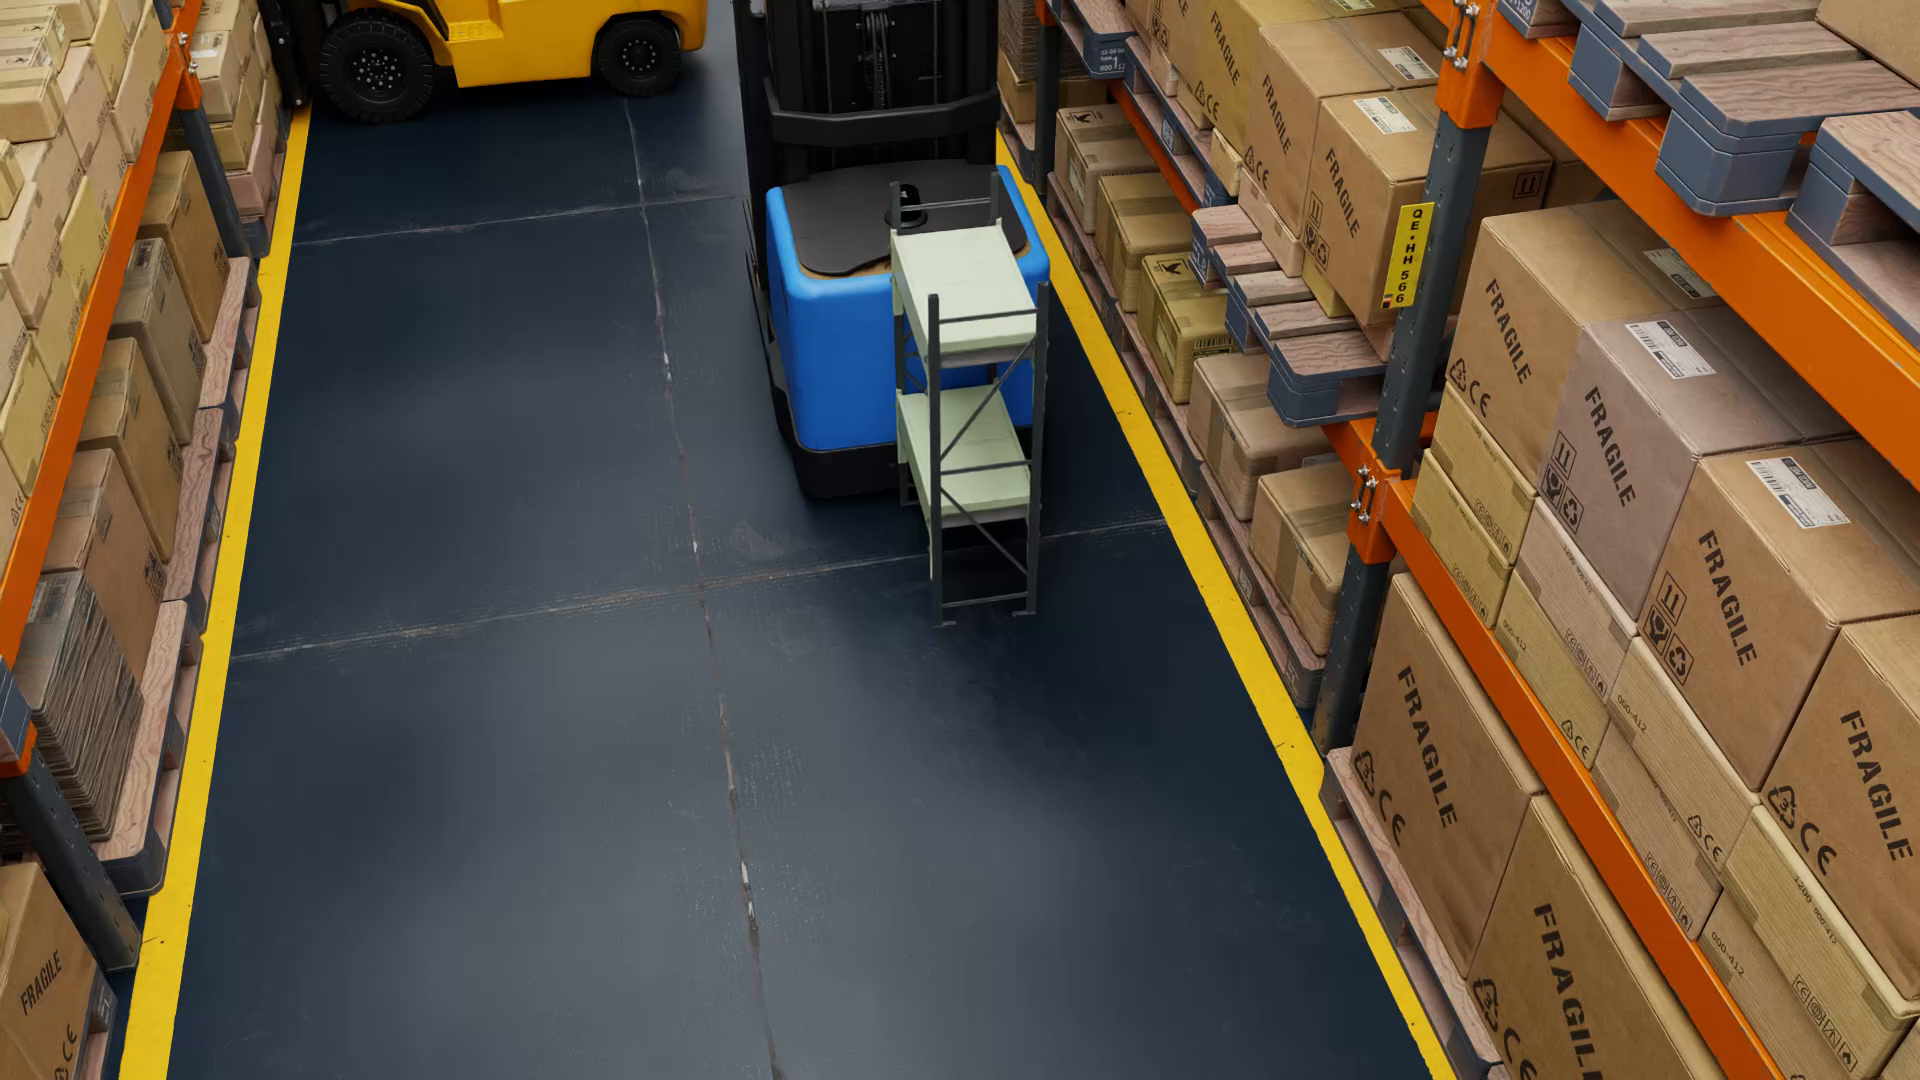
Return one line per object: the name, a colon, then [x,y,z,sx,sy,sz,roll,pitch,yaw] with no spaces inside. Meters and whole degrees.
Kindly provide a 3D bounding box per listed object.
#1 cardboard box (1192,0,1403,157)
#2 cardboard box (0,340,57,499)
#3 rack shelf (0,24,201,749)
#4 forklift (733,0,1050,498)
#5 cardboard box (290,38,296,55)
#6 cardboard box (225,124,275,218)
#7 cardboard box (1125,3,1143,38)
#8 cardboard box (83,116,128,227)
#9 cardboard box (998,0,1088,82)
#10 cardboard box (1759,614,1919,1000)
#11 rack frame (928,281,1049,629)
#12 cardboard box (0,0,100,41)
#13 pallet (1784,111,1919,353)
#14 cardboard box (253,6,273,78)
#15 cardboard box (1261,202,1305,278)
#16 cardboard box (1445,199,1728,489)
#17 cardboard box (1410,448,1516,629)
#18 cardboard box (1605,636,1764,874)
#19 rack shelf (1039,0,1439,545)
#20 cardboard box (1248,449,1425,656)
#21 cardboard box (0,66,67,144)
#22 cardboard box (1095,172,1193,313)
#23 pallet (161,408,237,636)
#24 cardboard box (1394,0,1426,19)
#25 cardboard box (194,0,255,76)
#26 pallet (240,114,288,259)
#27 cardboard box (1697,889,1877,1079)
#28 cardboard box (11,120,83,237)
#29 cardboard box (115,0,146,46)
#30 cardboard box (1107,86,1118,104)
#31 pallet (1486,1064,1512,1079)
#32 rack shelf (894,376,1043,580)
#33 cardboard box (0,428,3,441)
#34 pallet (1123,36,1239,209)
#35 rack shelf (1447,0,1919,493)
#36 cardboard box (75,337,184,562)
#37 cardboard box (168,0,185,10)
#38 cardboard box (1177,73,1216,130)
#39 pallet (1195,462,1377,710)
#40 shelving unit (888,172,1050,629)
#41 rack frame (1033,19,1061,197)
cardboard box: [1.153,-1.676,5.763,0.500,0.500,0.500,-11,43,-12]
cardboard box: [-3.052,-0.335,4.981,0.500,0.250,0.500,-9,42,-10]
rack shelf: [-3.522,-0.769,5.899,1.077,0.370,4.000,-8,42,-9]
forklift: [-0.432,-2.255,7.083,1.130,2.935,3.031,-8,42,-9]
cardboard box: [-4.076,-2.814,9.416,0.500,0.250,0.500,-7,42,-8]
cardboard box: [-3.735,-1.824,8.301,0.500,0.250,0.500,-8,42,-9]
cardboard box: [0.898,-2.199,6.841,0.380,0.149,0.250,-8,42,-9]
cardboard box: [-3.399,-1.338,6.111,0.500,0.250,0.500,-8,42,-9]
cardboard box: [0.502,-2.802,8.838,0.500,0.500,0.500,-9,42,-10]
cardboard box: [1.941,0.473,3.129,0.500,0.500,0.500,-8,42,-9]
rack frame: [0.093,-0.254,5.906,0.400,1.500,0.023,-8,42,-9]
cardboard box: [-3.403,-1.943,6.115,0.380,0.149,0.250,-10,42,-11]
pallet: [2.190,-0.372,2.793,1.003,0.211,1.213,-7,42,-7]
cardboard box: [-3.965,-2.662,8.867,0.500,0.250,0.500,-9,42,-10]
cardboard box: [1.228,-1.018,5.510,0.380,0.149,0.250,-9,42,-10]
cardboard box: [1.623,-0.512,4.239,0.500,0.500,0.500,-10,43,-11]
cardboard box: [1.615,-0.046,4.655,0.500,0.250,0.500,-9,42,-10]
cardboard box: [1.829,0.438,3.734,0.500,0.250,0.500,-8,42,-9]
rack shelf: [1.323,-1.483,6.703,1.077,0.370,4.000,-8,42,-9]
cardboard box: [1.643,0.003,6.151,0.950,0.372,0.625,-11,43,-12]
cardboard box: [-3.226,-1.440,5.549,0.380,0.149,0.250,-9,42,-10]
cardboard box: [1.166,-1.417,7.750,0.950,0.372,0.625,-6,42,-7]
pallet: [-3.490,-0.027,6.622,1.003,0.211,1.213,-8,42,-9]
cardboard box: [1.643,-1.766,5.864,0.500,0.500,0.500,-8,42,-9]
cardboard box: [-3.853,-2.529,8.341,0.500,0.250,0.500,-8,42,-9]
pallet: [-4.085,-1.813,8.634,1.003,0.211,1.213,-8,42,-9]
cardboard box: [1.961,0.945,3.539,0.500,0.250,0.500,-8,42,-9]
cardboard box: [-3.285,-1.189,5.567,0.500,0.250,0.500,-8,42,-9]
cardboard box: [-3.599,-2.184,6.687,0.500,0.250,0.500,-9,42,-10]
cardboard box: [1.028,-2.598,9.172,0.500,0.250,0.500,-10,43,-11]
pallet: [2.112,1.899,4.452,1.003,0.211,1.213,-8,42,-9]
rack shelf: [0.021,-0.248,6.391,0.431,0.370,0.720,-8,42,-9]
cardboard box: [-2.924,-0.199,4.451,0.500,0.250,0.500,-8,42,-9]
pallet: [1.288,-1.661,6.506,1.003,0.211,1.213,-8,42,-9]
rack shelf: [2.187,-0.012,2.786,1.077,0.370,4.000,-8,42,-9]
cardboard box: [-3.506,-0.276,6.274,0.875,0.625,0.625,-10,43,-11]
cardboard box: [-3.795,-2.697,7.453,0.500,0.500,0.500,-9,42,-10]
cardboard box: [1.043,-1.690,6.268,0.380,0.149,0.250,-10,42,-11]
pallet: [1.588,0.081,6.500,1.003,0.211,1.213,-8,42,-9]
shelving unit: [0.021,-0.492,6.175,0.431,1.500,0.755,-8,42,-9]
rack frame: [0.892,-3.048,7.924,1.000,3.000,0.127,-8,42,-9]
